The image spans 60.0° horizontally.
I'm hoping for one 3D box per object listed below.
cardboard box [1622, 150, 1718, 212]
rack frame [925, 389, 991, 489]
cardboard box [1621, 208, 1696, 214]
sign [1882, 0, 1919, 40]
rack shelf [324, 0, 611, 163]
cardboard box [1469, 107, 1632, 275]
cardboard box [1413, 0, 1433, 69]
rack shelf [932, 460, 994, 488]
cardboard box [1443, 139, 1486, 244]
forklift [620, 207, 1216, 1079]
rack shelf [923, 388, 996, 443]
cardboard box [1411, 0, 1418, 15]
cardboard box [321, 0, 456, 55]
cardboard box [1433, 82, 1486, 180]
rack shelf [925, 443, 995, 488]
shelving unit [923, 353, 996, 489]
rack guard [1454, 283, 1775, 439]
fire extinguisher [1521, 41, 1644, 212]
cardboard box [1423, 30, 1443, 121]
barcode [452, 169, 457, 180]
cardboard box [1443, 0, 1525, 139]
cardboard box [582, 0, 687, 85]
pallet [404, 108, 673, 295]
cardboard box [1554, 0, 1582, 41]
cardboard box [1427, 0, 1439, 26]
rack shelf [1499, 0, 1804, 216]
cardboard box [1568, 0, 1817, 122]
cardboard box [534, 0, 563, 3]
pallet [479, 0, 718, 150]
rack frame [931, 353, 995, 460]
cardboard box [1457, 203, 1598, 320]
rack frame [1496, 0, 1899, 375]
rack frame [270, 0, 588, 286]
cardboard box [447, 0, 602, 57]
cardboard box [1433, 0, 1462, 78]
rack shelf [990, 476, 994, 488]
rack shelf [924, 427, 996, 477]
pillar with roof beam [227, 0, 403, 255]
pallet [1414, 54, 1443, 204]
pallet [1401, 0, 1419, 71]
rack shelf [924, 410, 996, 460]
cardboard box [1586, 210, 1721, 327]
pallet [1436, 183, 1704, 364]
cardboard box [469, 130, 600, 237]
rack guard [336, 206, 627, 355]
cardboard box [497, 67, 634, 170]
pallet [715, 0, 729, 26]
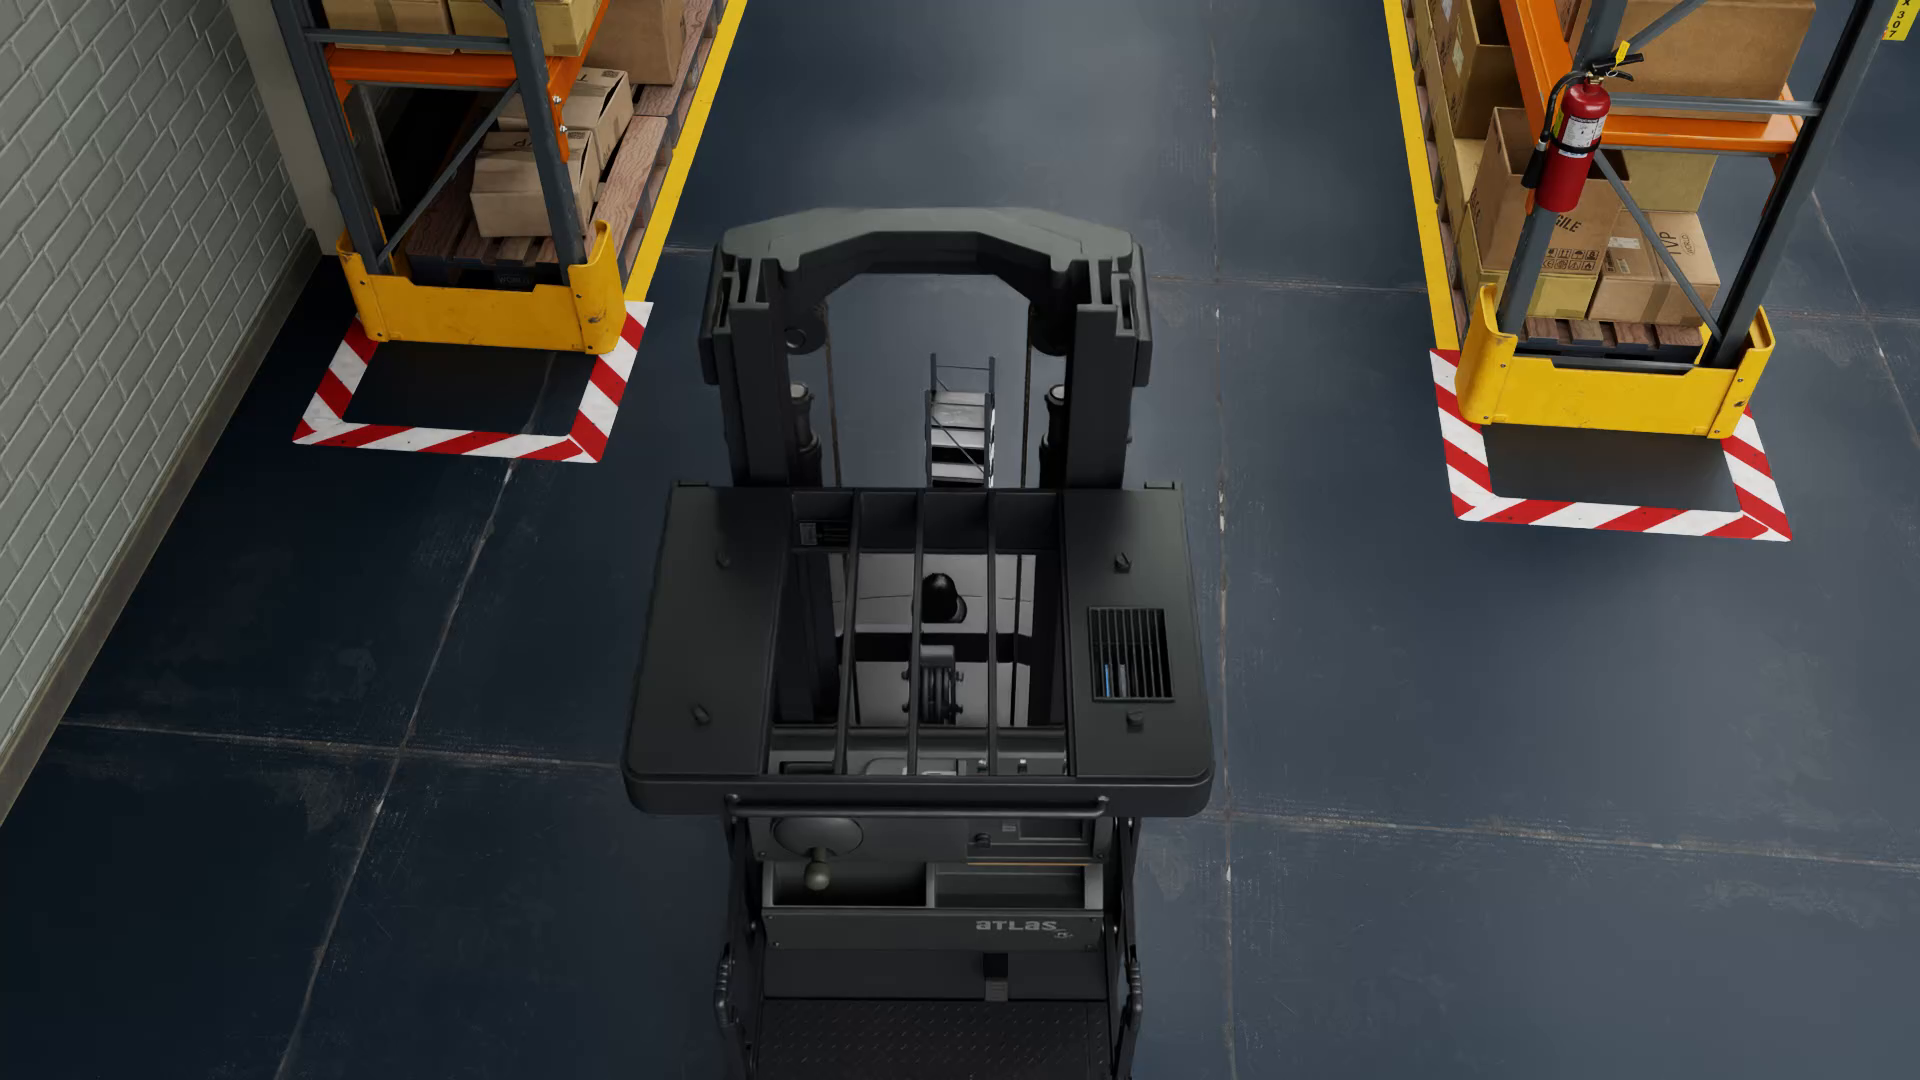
[{"bbox_3d":[3.099,-1.842,7.499,0.500,0.500,0.500,4,48,4],"label":"cardboard box"},{"bbox_3d":[-0.009,-0.235,6.381,0.240,0.900,0.006,4,48,4],"label":"rack frame"},{"bbox_3d":[3.097,-1.589,7.776,0.500,0.250,0.500,4,48,4],"label":"cardboard box"},{"bbox_3d":[3.337,-1.906,5.846,0.100,0.325,0.005,4,48,4],"label":"sign"},{"bbox_3d":[-1.967,-3.186,8.145,1.077,0.370,4.000,4,48,4],"label":"rack shelf"},{"bbox_3d":[2.537,-1.510,7.195,0.500,0.500,0.500,4,48,4],"label":"cardboard box"},{"bbox_3d":[2.704,-2.727,8.816,0.500,0.250,0.500,4,48,4],"label":"cardboard box"},{"bbox_3d":[0.001,-0.226,6.540,0.258,0.077,0.200,4,48,4],"label":"rack shelf"},{"bbox_3d":[2.573,-1.625,7.808,0.500,0.250,0.500,4,48,4],"label":"cardboard box"},{"bbox_3d":[-0.074,0.791,4.066,1.130,2.935,3.031,0,48,0],"label":"forklift"},{"bbox_3d":[0.001,-0.469,6.275,0.258,0.077,0.200,4,48,4],"label":"rack shelf"},{"bbox_3d":[2.754,-3.094,9.152,0.500,0.250,0.500,4,48,4],"label":"cardboard box"},{"bbox_3d":[-2.299,-2.272,6.909,0.500,0.250,0.500,4,48,4],"label":"cardboard box"},{"bbox_3d":[2.617,-1.992,8.144,0.500,0.250,0.500,4,48,4],"label":"cardboard box"},{"bbox_3d":[0.001,-0.287,6.474,0.258,0.077,0.200,4,48,4],"label":"rack shelf"},{"bbox_3d":[0.001,-0.310,6.449,0.258,0.900,0.210,4,48,4],"label":"shelving unit"},{"bbox_3d":[2.782,-0.767,7.139,1.175,0.500,0.348,4,48,4],"label":"rack guard"},{"bbox_3d":[2.311,-1.547,6.211,0.296,0.674,0.183,4,48,4],"label":"fire extinguisher"},{"bbox_3d":[2.664,-2.359,8.480,0.500,0.250,0.500,4,48,4],"label":"cardboard box"},{"bbox_3d":[-2.393,-1.746,7.858,0.001,0.075,0.075,4,48,4],"label":"barcode"},{"bbox_3d":[2.614,-2.245,7.868,0.500,0.500,0.500,4,48,4],"label":"cardboard box"},{"bbox_3d":[-1.828,-2.721,8.628,0.700,0.500,0.500,1,48,1],"label":"cardboard box"},{"bbox_3d":[-2.033,-1.668,8.159,1.003,0.211,1.213,4,48,4],"label":"pallet"},{"bbox_3d":[2.883,-2.391,6.862,0.700,0.500,0.500,5,48,5],"label":"cardboard box"},{"bbox_3d":[2.704,-2.980,8.540,0.500,0.500,0.500,4,48,4],"label":"cardboard box"},{"bbox_3d":[2.967,-2.856,7.842,1.077,0.370,4.000,4,48,4],"label":"rack shelf"},{"bbox_3d":[2.840,-2.005,6.509,0.700,0.500,0.500,4,48,4],"label":"cardboard box"},{"bbox_3d":[-1.806,-2.499,6.609,0.500,0.500,0.500,4,48,4],"label":"cardboard box"},{"bbox_3d":[-1.919,-2.563,8.977,1.003,0.211,1.213,4,48,4],"label":"pallet"},{"bbox_3d":[0.010,-0.384,6.518,0.240,0.900,0.006,4,48,4],"label":"rack frame"},{"bbox_3d":[2.539,-1.256,7.471,0.500,0.250,0.500,4,48,4],"label":"cardboard box"},{"bbox_3d":[2.785,-1.629,6.233,1.000,3.000,0.127,4,48,4],"label":"rack frame"},{"bbox_3d":[-2.149,-1.959,6.535,1.000,3.000,0.127,4,48,4],"label":"rack frame"},{"bbox_3d":[-1.788,-2.252,6.891,0.500,0.250,0.500,3,48,2],"label":"cardboard box"},{"bbox_3d":[2.661,-2.613,8.203,0.500,0.500,0.500,4,48,4],"label":"cardboard box"},{"bbox_3d":[0.001,-0.166,6.607,0.258,0.077,0.200,4,48,4],"label":"rack shelf"},{"bbox_3d":[0.001,-0.348,6.408,0.258,0.077,0.200,4,48,4],"label":"rack shelf"},{"bbox_3d":[1.341,-4.267,4.580,9.100,9.000,0.400,4,48,4],"label":"pillar with roof beam"},{"bbox_3d":[2.926,-2.146,8.596,1.003,0.211,1.213,4,48,4],"label":"pallet"},{"bbox_3d":[3.035,-3.045,9.418,1.003,0.211,1.213,4,48,4],"label":"pallet"},{"bbox_3d":[0.001,-0.409,6.341,0.258,0.077,0.200,4,48,4],"label":"rack shelf"},{"bbox_3d":[3.055,-1.222,7.439,0.500,0.250,0.500,4,48,4],"label":"cardboard box"},{"bbox_3d":[2.813,-1.252,7.778,1.003,0.211,1.213,4,48,4],"label":"pallet"},{"bbox_3d":[-1.996,-1.703,7.824,0.500,0.311,0.500,-1,48,-1],"label":"cardboard box"},{"bbox_3d":[-2.142,-1.171,7.508,1.175,0.500,0.348,4,48,4],"label":"rack guard"},{"bbox_3d":[-1.944,-2.121,8.207,0.500,0.311,0.500,7,48,7],"label":"cardboard box"},{"bbox_3d":[-1.810,-3.461,9.799,1.003,0.211,1.213,4,48,4],"label":"pallet"}]
